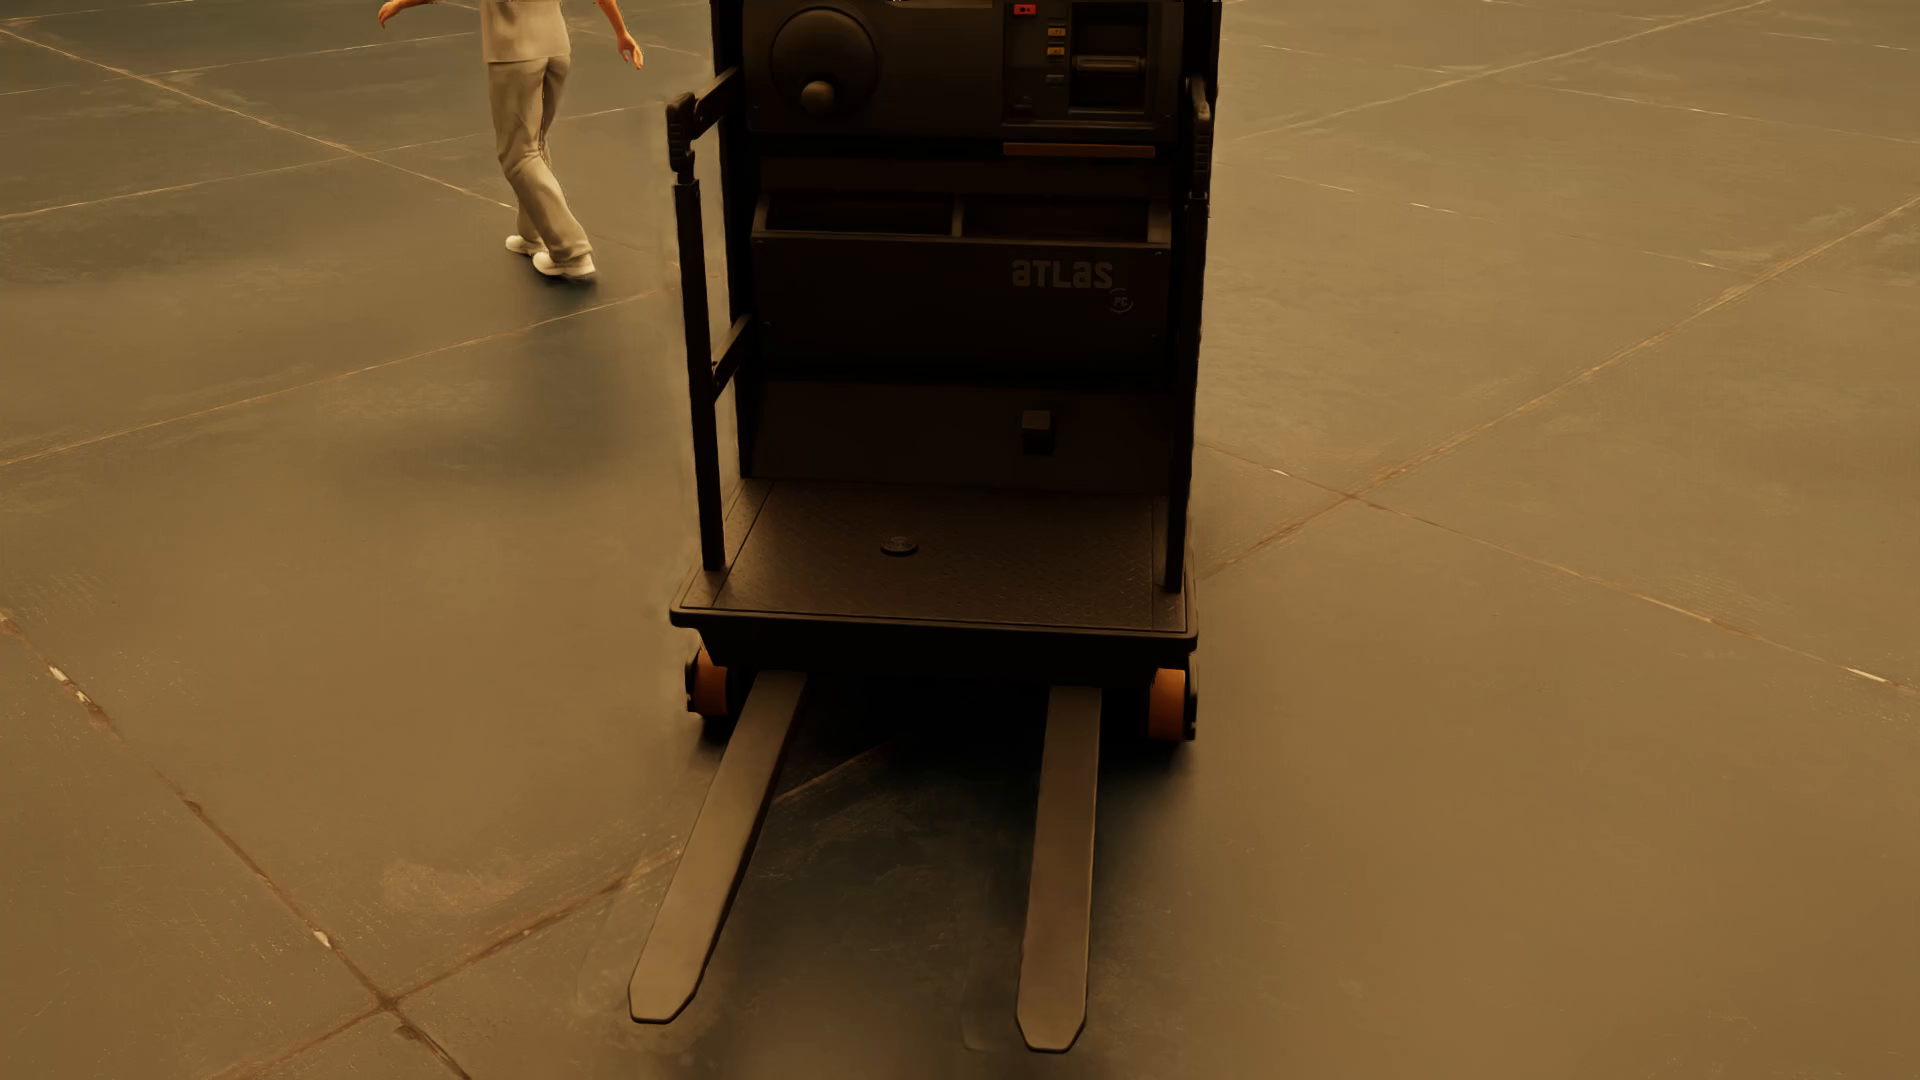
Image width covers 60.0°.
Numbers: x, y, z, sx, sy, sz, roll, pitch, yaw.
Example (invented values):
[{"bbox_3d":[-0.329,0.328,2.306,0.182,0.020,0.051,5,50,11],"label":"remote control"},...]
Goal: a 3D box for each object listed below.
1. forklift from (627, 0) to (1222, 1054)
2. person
[{"bbox_3d":[-0.016,-1.031,3.315,1.130,2.935,3.031,3,26,5],"label":"forklift"},{"bbox_3d":[-1.695,-1.882,6.523,0.735,1.657,0.857,18,32,33],"label":"person"}]
